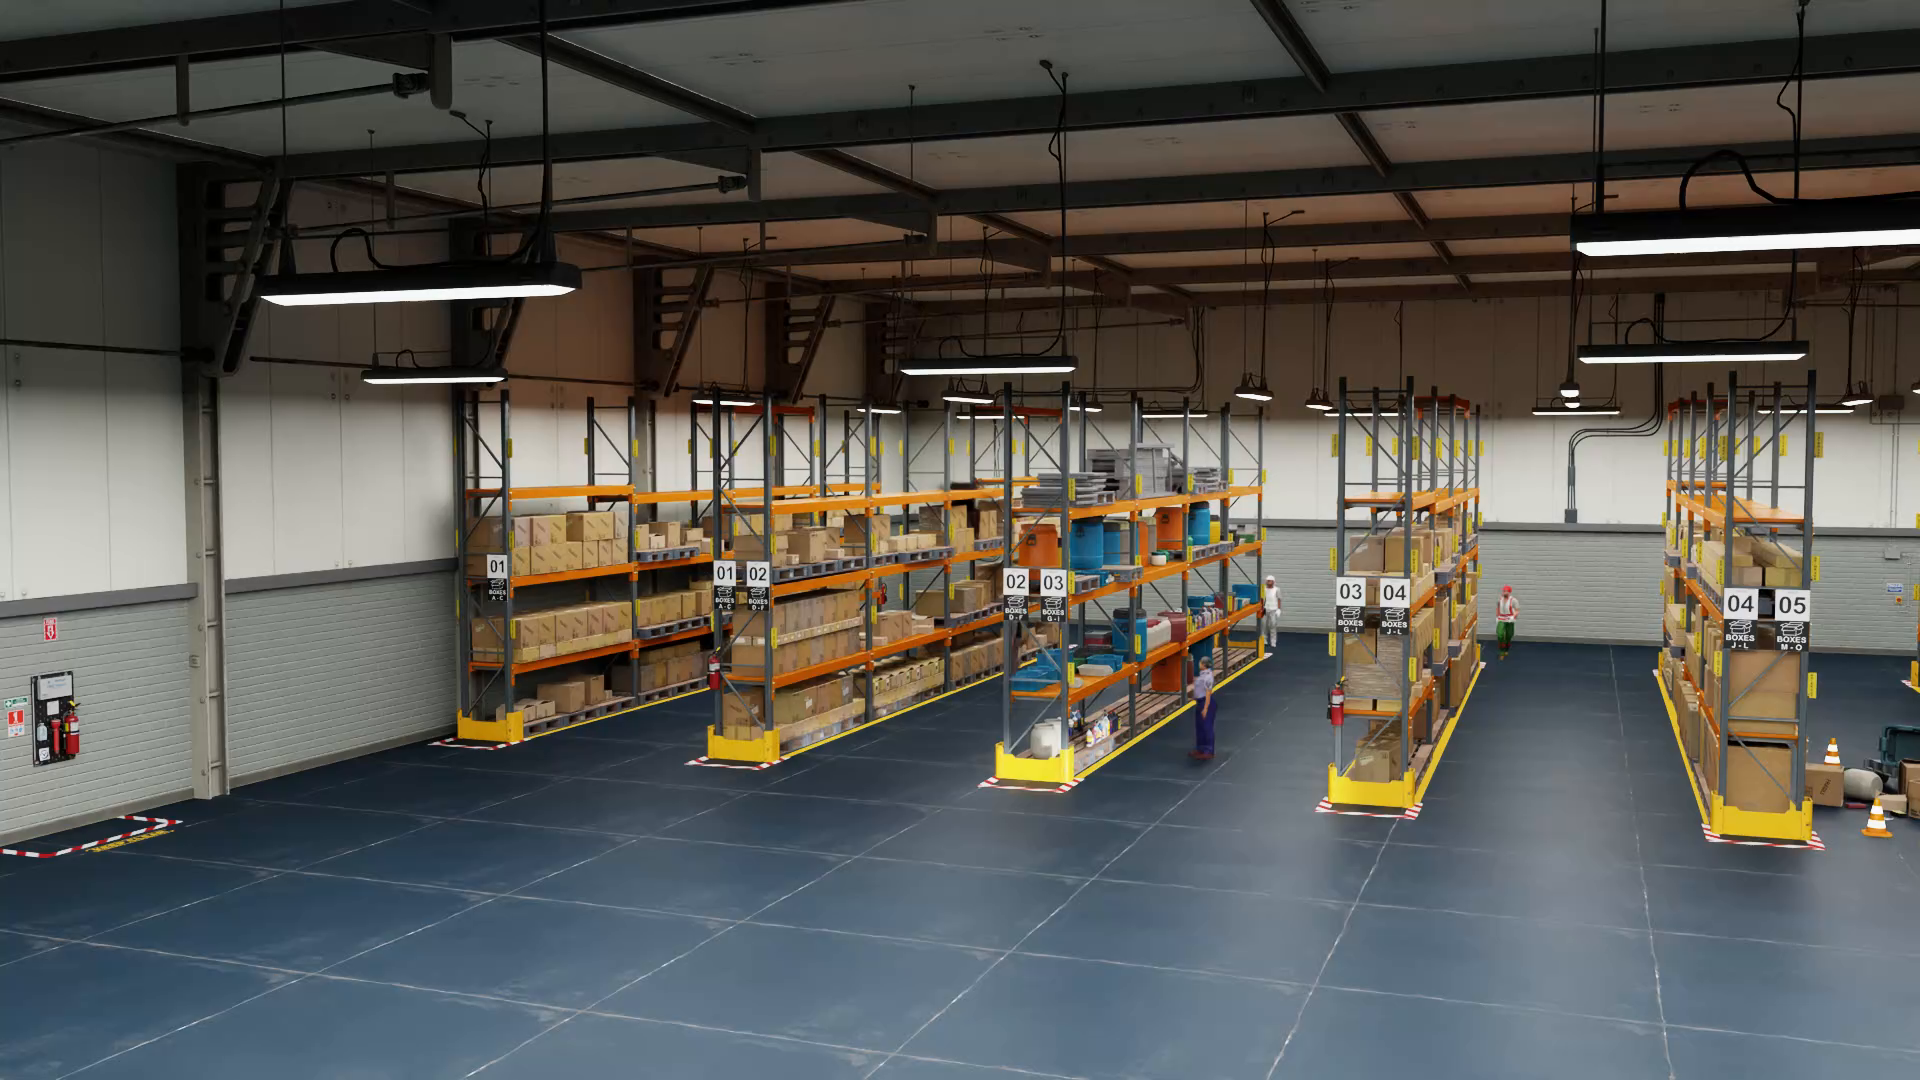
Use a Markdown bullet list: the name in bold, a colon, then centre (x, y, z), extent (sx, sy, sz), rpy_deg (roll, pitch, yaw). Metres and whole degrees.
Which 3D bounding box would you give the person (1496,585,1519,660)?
- **person**: centre (13.048, 1.983, 39.632), extent (0.520, 1.812, 0.880), rpy_deg (1, 3, 18)

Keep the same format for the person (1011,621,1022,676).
- **person**: centre (1.110, 2.093, 34.731), extent (0.388, 1.721, 0.570), rpy_deg (0, 3, 3)

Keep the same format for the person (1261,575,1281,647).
- **person**: centre (7.858, 1.797, 42.205), extent (0.580, 1.795, 0.522), rpy_deg (0, 3, 8)

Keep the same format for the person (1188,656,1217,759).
- **person**: centre (3.922, 2.690, 26.845), extent (0.416, 1.649, 0.537), rpy_deg (0, 3, -6)
